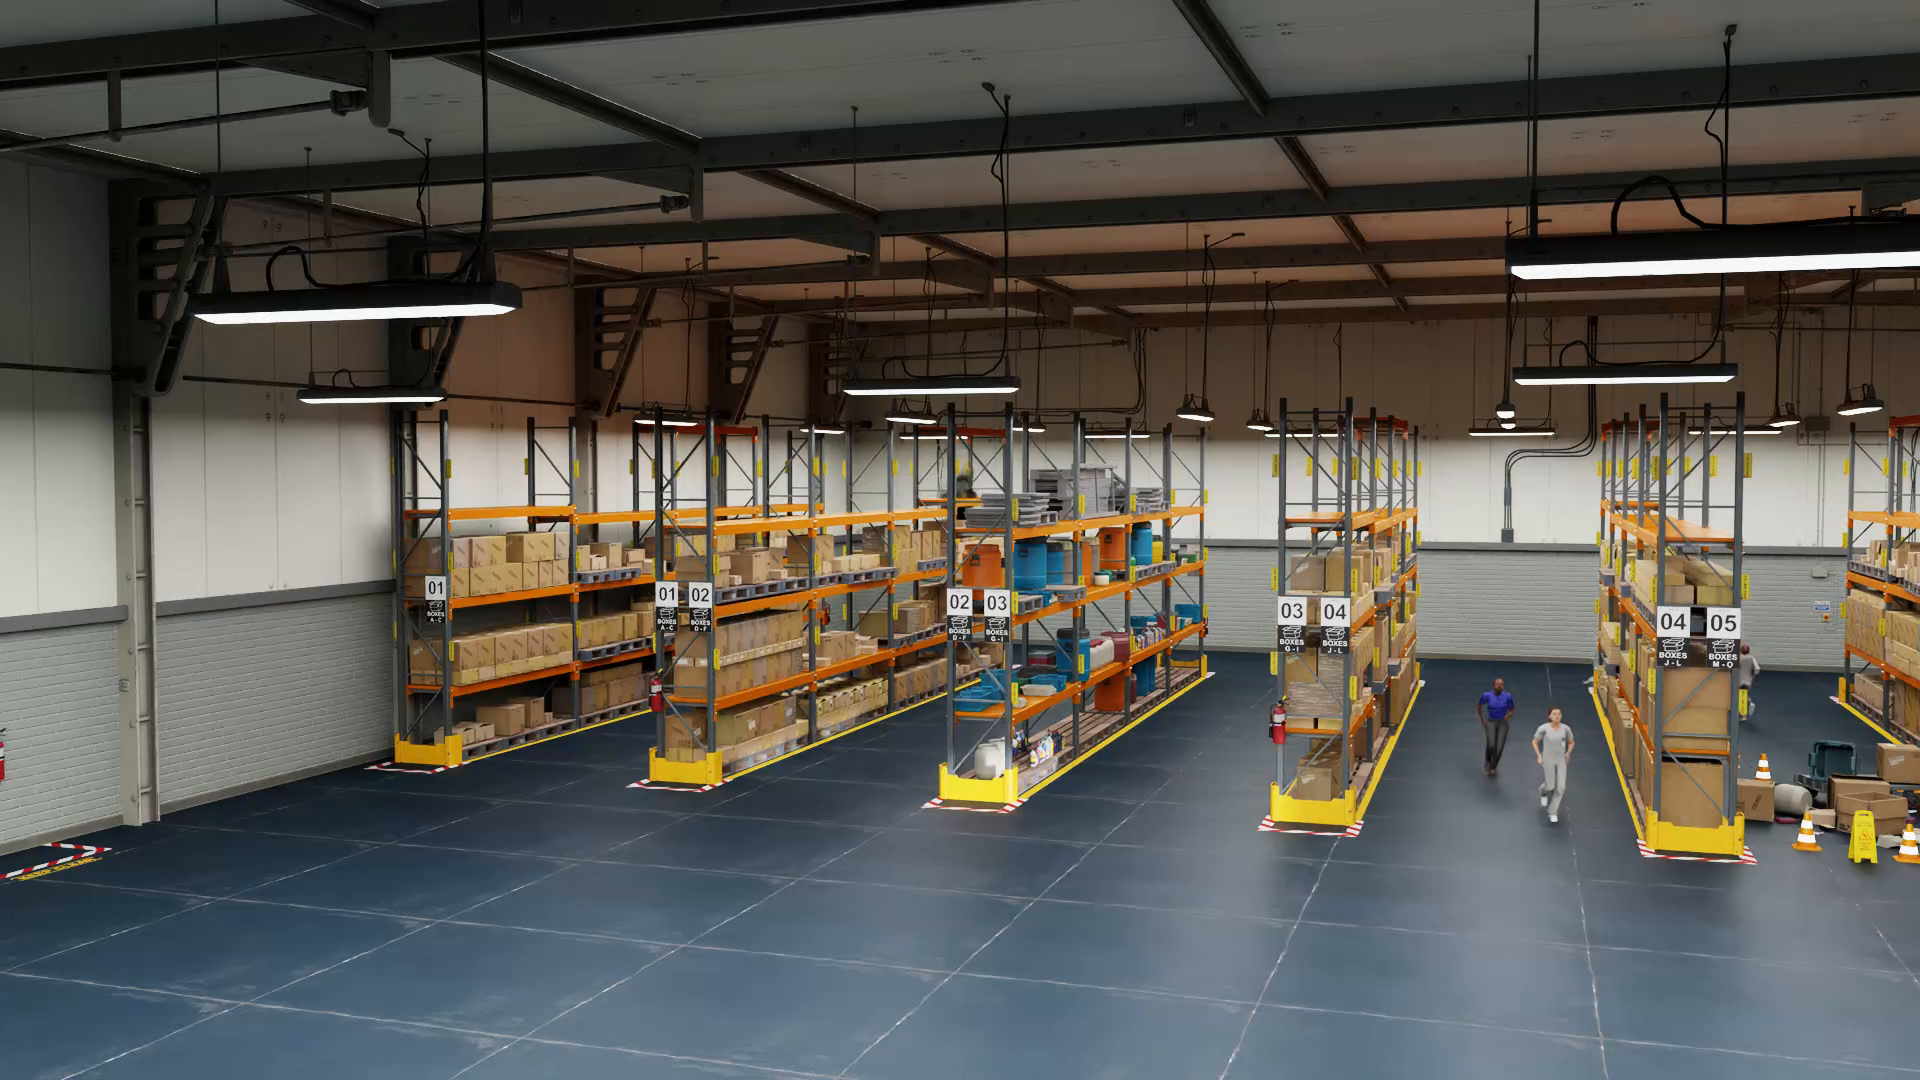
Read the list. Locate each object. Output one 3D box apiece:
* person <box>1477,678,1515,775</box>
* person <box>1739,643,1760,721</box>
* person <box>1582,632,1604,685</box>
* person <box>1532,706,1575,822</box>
[{"bbox_3d":[8.712,3.035,26.988,0.577,1.610,0.580,0,2,9],"label":"person"},{"bbox_3d":[15.526,2.825,32.922,0.543,1.559,0.544,0,2,6],"label":"person"},{"bbox_3d":[14.862,2.474,38.263,0.992,1.737,0.694,1,3,14],"label":"person"},{"bbox_3d":[8.496,3.181,23.803,0.580,1.633,0.572,0,2,5],"label":"person"}]
